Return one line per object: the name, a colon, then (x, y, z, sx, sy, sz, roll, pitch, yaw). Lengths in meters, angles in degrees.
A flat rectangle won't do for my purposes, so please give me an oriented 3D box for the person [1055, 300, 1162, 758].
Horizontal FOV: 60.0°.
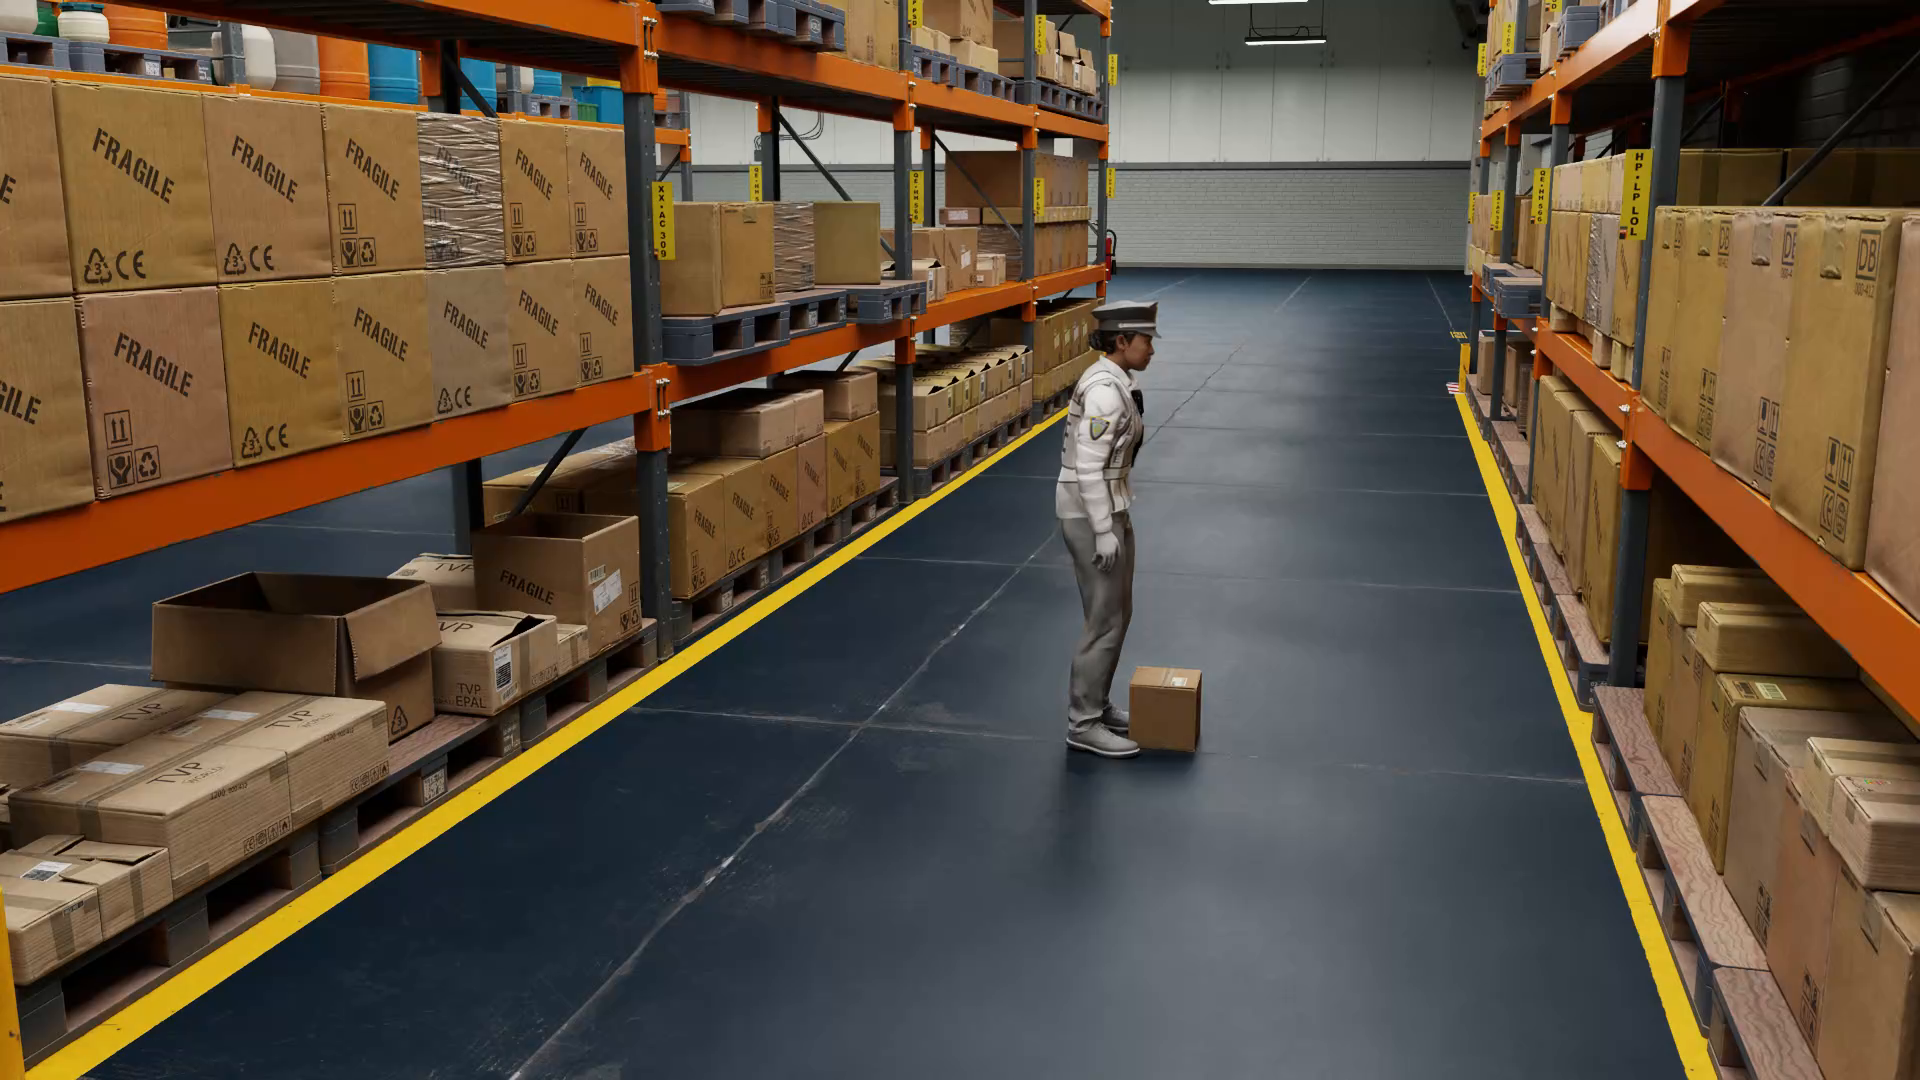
person: (0.550, -0.060, 6.233, 0.376, 1.663, 0.530, 3, 12, 13)
